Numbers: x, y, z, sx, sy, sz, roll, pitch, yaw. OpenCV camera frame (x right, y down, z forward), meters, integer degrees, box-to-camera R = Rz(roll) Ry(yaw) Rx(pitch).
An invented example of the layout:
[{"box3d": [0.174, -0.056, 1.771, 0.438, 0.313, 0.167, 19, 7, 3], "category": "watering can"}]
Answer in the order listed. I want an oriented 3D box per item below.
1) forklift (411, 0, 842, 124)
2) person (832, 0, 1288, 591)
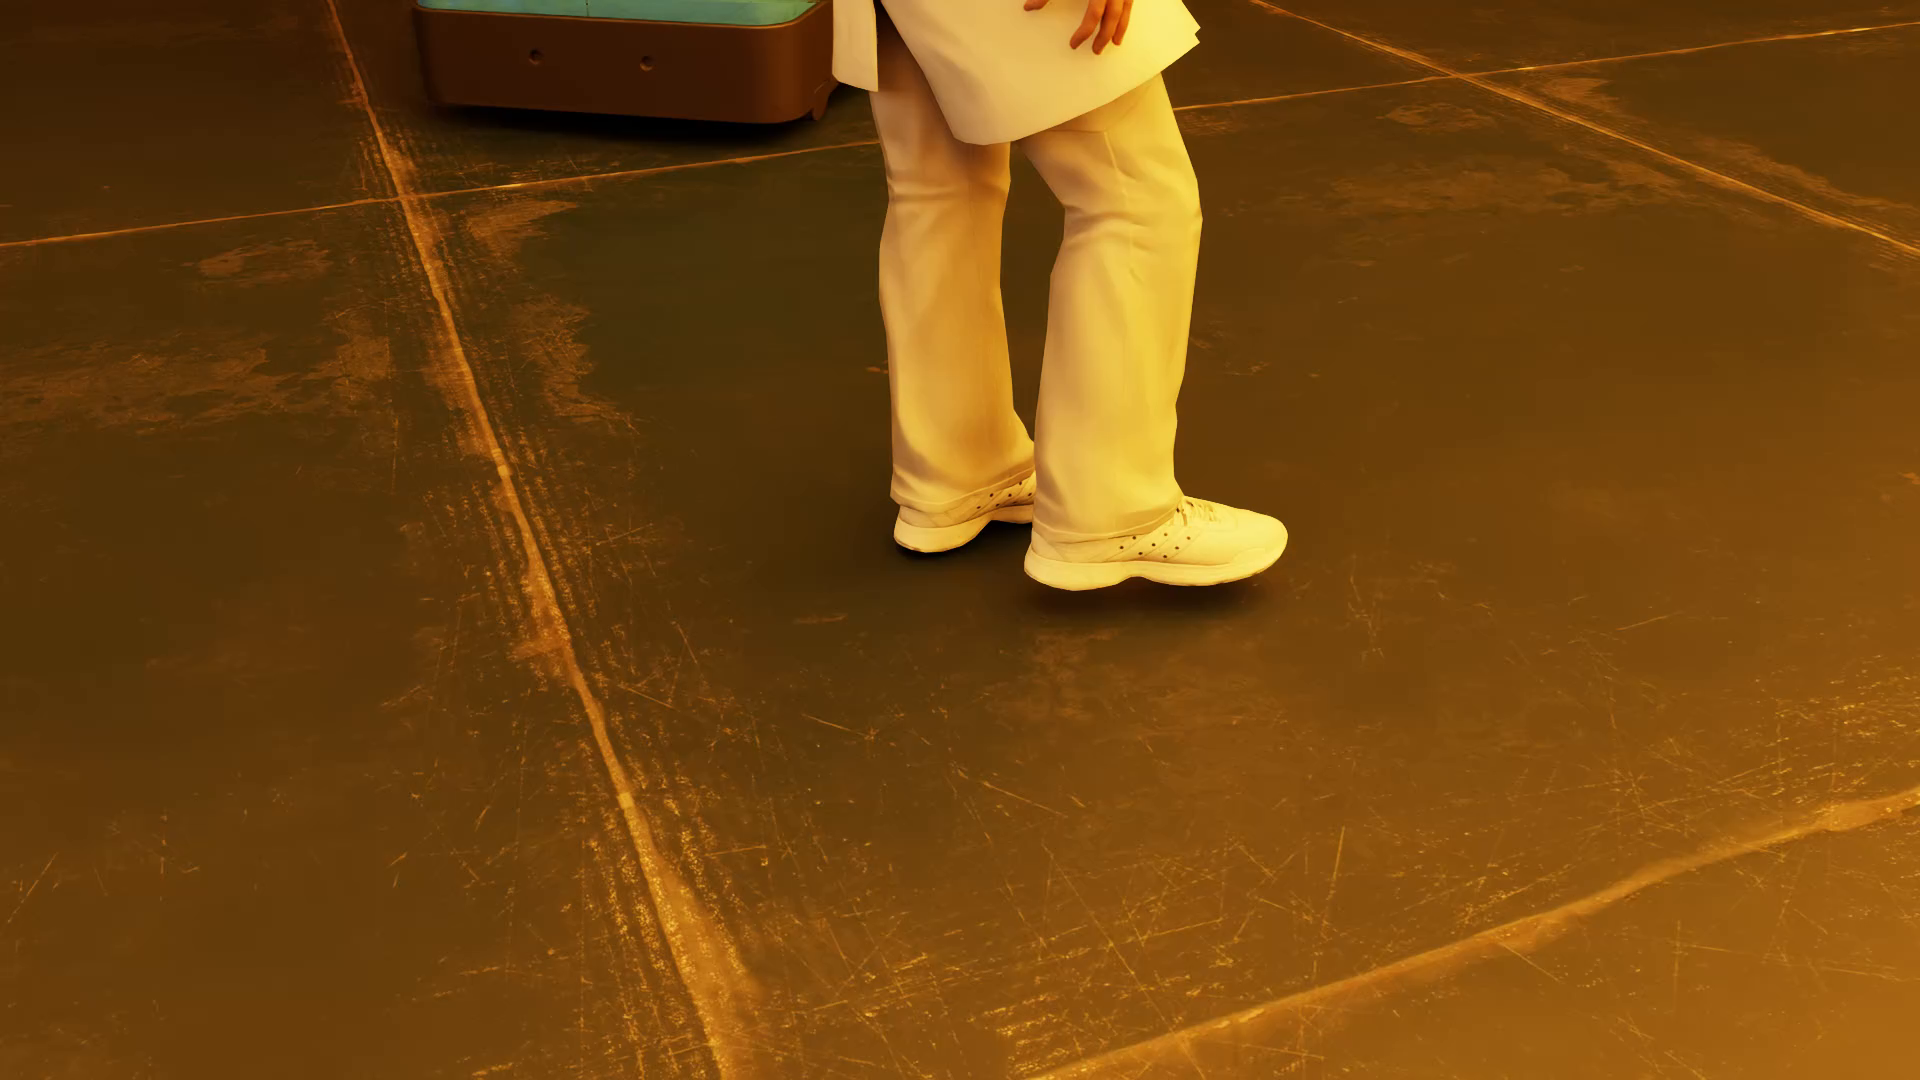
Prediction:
[{"box3d": [-0.599, -3.038, 4.871, 1.130, 2.935, 3.031, 6, 30, 11], "category": "forklift"}, {"box3d": [0.086, -0.794, 2.082, 0.582, 1.775, 0.696, -11, 32, -19], "category": "person"}]
